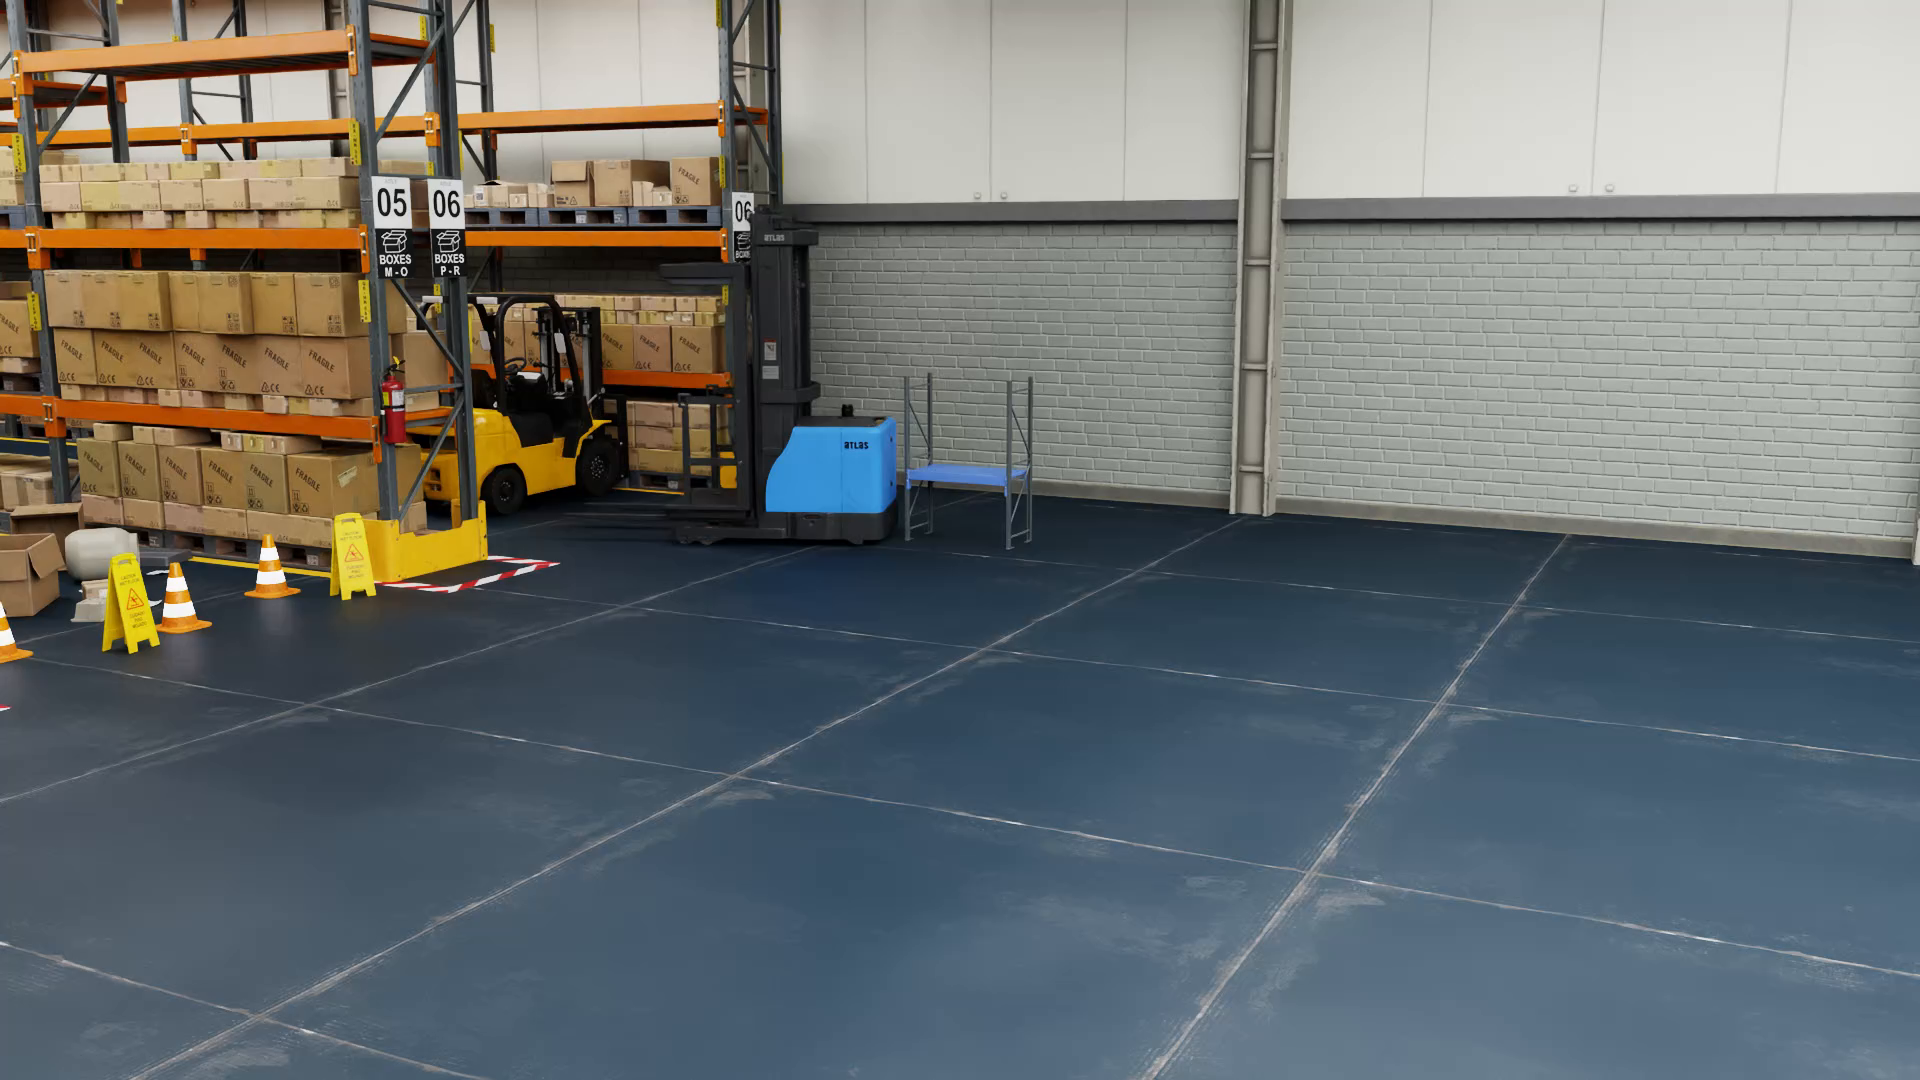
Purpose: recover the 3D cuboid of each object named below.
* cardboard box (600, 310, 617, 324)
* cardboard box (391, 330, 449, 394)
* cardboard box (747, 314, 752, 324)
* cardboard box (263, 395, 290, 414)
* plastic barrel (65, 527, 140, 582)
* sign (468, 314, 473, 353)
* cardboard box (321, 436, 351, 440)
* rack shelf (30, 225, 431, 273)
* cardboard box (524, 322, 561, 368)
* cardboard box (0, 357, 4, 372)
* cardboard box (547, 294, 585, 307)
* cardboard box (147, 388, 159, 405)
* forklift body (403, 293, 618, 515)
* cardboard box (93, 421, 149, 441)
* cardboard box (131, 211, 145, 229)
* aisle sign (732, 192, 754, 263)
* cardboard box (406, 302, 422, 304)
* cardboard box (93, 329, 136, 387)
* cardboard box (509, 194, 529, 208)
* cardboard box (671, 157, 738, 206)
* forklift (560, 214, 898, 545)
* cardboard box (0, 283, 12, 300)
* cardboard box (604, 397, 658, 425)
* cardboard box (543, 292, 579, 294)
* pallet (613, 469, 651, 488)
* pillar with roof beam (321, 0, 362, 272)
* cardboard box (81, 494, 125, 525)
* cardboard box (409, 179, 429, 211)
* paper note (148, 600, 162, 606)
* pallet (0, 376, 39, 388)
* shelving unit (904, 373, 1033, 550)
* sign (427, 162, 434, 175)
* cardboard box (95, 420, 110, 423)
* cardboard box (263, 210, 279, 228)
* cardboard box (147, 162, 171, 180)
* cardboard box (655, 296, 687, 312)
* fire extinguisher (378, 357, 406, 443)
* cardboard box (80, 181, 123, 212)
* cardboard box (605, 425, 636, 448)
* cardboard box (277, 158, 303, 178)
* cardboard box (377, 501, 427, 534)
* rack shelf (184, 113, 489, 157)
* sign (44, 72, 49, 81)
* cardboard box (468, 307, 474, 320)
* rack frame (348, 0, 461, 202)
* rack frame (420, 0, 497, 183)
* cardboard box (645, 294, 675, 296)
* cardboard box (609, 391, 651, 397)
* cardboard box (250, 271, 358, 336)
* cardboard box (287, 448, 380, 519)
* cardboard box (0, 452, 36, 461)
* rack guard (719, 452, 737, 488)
[{"bbox_3d":[-3.800,-2.473,18.389,0.250,0.149,0.380,5,11,26],"label":"cardboard box"},{"bbox_3d":[-4.699,-1.509,14.049,0.500,0.500,0.500,5,11,25],"label":"cardboard box"},{"bbox_3d":[-2.393,-2.461,18.325,0.250,0.149,0.380,5,11,24],"label":"cardboard box"},{"bbox_3d":[-5.568,-1.145,13.858,0.250,0.149,0.380,5,12,27],"label":"cardboard box"},{"bbox_3d":[-6.919,0.115,13.426,0.512,0.421,0.421,-4,11,-23],"label":"plastic barrel"},{"bbox_3d":[-4.157,-1.744,14.035,0.005,0.325,0.100,5,11,26],"label":"sign"},{"bbox_3d":[-7.631,-1.539,20.818,0.625,0.625,0.875,5,11,23],"label":"cardboard box"},{"bbox_3d":[-6.190,-2.511,14.301,4.000,0.370,1.077,5,11,26],"label":"rack shelf"},{"bbox_3d":[-4.580,-2.234,18.893,0.500,0.500,0.500,5,11,25],"label":"cardboard box"},{"bbox_3d":[-8.796,-1.650,15.471,0.250,0.149,0.380,5,11,24],"label":"cardboard box"},{"bbox_3d":[-4.446,-2.693,18.772,0.250,0.149,0.380,5,11,26],"label":"cardboard box"},{"bbox_3d":[-6.883,-1.279,14.597,0.250,0.149,0.380,5,11,26],"label":"cardboard box"},{"bbox_3d":[-4.712,-1.465,17.307,1.214,2.155,2.313,5,11,26],"label":"forklift body"},{"bbox_3d":[-7.489,-0.980,14.855,0.250,0.149,0.380,5,11,27],"label":"cardboard box"},{"bbox_3d":[-6.890,-2.755,14.334,0.250,0.149,0.380,5,11,24],"label":"cardboard box"},{"bbox_3d":[-2.275,-3.252,17.496,0.004,0.787,0.394,5,11,26],"label":"aisle sign"},{"bbox_3d":[-6.691,-2.837,20.398,0.250,0.149,0.380,5,11,25],"label":"cardboard box"},{"bbox_3d":[-7.252,-1.628,14.704,0.500,0.500,0.500,5,11,26],"label":"cardboard box"},{"bbox_3d":[-4.834,-3.804,18.668,0.250,0.149,0.380,5,12,28],"label":"cardboard box"},{"bbox_3d":[-2.709,-3.802,17.671,0.500,0.500,0.500,5,12,28],"label":"cardboard box"},{"bbox_3d":[-2.139,-1.490,15.254,3.031,2.935,1.130,1,10,6],"label":"forklift"},{"bbox_3d":[-9.122,-2.321,15.535,0.250,0.149,0.380,5,11,24],"label":"cardboard box"},{"bbox_3d":[-3.672,-1.434,18.487,0.500,0.250,0.500,5,11,27],"label":"cardboard box"},{"bbox_3d":[-4.669,-2.823,19.488,0.250,0.149,0.380,5,11,25],"label":"cardboard box"},{"bbox_3d":[-3.998,-0.803,19.092,1.213,0.211,1.003,5,11,26],"label":"pallet"},{"bbox_3d":[-9.715,-4.961,17.393,0.400,9.000,9.100,5,11,26],"label":"pillar with roof beam"},{"bbox_3d":[-7.574,-0.311,15.087,0.500,0.250,0.500,4,11,23],"label":"cardboard box"},{"bbox_3d":[-4.730,-2.863,13.807,0.500,0.250,0.500,5,11,25],"label":"cardboard box"},{"bbox_3d":[-6.125,0.473,12.553,0.142,0.019,0.148,1,10,6],"label":"paper note"},{"bbox_3d":[-9.778,-1.618,16.308,1.213,0.211,1.003,5,11,26],"label":"pallet"},{"bbox_3d":[0.076,-0.731,15.079,1.048,1.500,0.538,5,11,26],"label":"shelving unit"},{"bbox_3d":[-6.022,-4.138,18.933,0.005,0.325,0.100,5,11,26],"label":"sign"},{"bbox_3d":[-11.241,-1.751,22.340,0.500,0.500,0.500,5,11,24],"label":"cardboard box"},{"bbox_3d":[-5.499,-2.639,13.691,0.250,0.149,0.380,5,11,26],"label":"cardboard box"},{"bbox_3d":[-6.654,-3.121,14.115,0.250,0.149,0.380,5,11,25],"label":"cardboard box"},{"bbox_3d":[-3.100,-2.565,18.062,0.250,0.149,0.380,5,12,27],"label":"cardboard box"},{"bbox_3d":[-4.498,-1.111,13.184,0.183,0.674,0.296,5,11,26],"label":"fire extinguisher"},{"bbox_3d":[-7.244,-2.978,14.445,0.500,0.250,0.500,5,11,25],"label":"cardboard box"},{"bbox_3d":[-3.696,-1.191,18.548,0.500,0.250,0.500,5,11,25],"label":"cardboard box"},{"bbox_3d":[-5.282,-3.000,13.445,0.250,0.149,0.380,5,11,25],"label":"cardboard box"},{"bbox_3d":[-4.998,-0.193,14.436,0.500,0.250,0.500,5,11,25],"label":"cardboard box"},{"bbox_3d":[-7.585,-4.899,20.193,4.000,0.370,1.077,5,11,26],"label":"rack shelf"},{"bbox_3d":[-12.725,-6.549,23.101,0.005,0.325,0.100,5,11,26],"label":"sign"},{"bbox_3d":[-5.622,-2.641,19.319,0.250,0.149,0.380,5,11,25],"label":"cardboard box"},{"bbox_3d":[-4.397,-4.184,13.099,0.127,3.000,1.000,5,11,26],"label":"rack frame"},{"bbox_3d":[-5.791,-5.292,19.223,0.127,3.000,1.000,5,11,26],"label":"rack frame"},{"bbox_3d":[-3.336,-2.683,18.717,0.250,0.149,0.380,5,12,28],"label":"cardboard box"},{"bbox_3d":[-3.901,-1.560,19.181,0.500,0.250,0.500,5,11,25],"label":"cardboard box"},{"bbox_3d":[-5.402,-1.966,13.766,0.500,0.500,0.700,5,11,26],"label":"cardboard box"},{"bbox_3d":[-5.231,-0.476,13.893,0.500,0.500,0.500,5,11,26],"label":"cardboard box"},{"bbox_3d":[-9.726,-0.612,16.409,0.625,0.372,0.950,5,12,28],"label":"cardboard box"},{"bbox_3d":[-2.182,-0.793,18.227,0.348,0.500,1.175,5,11,26],"label":"rack guard"}]
